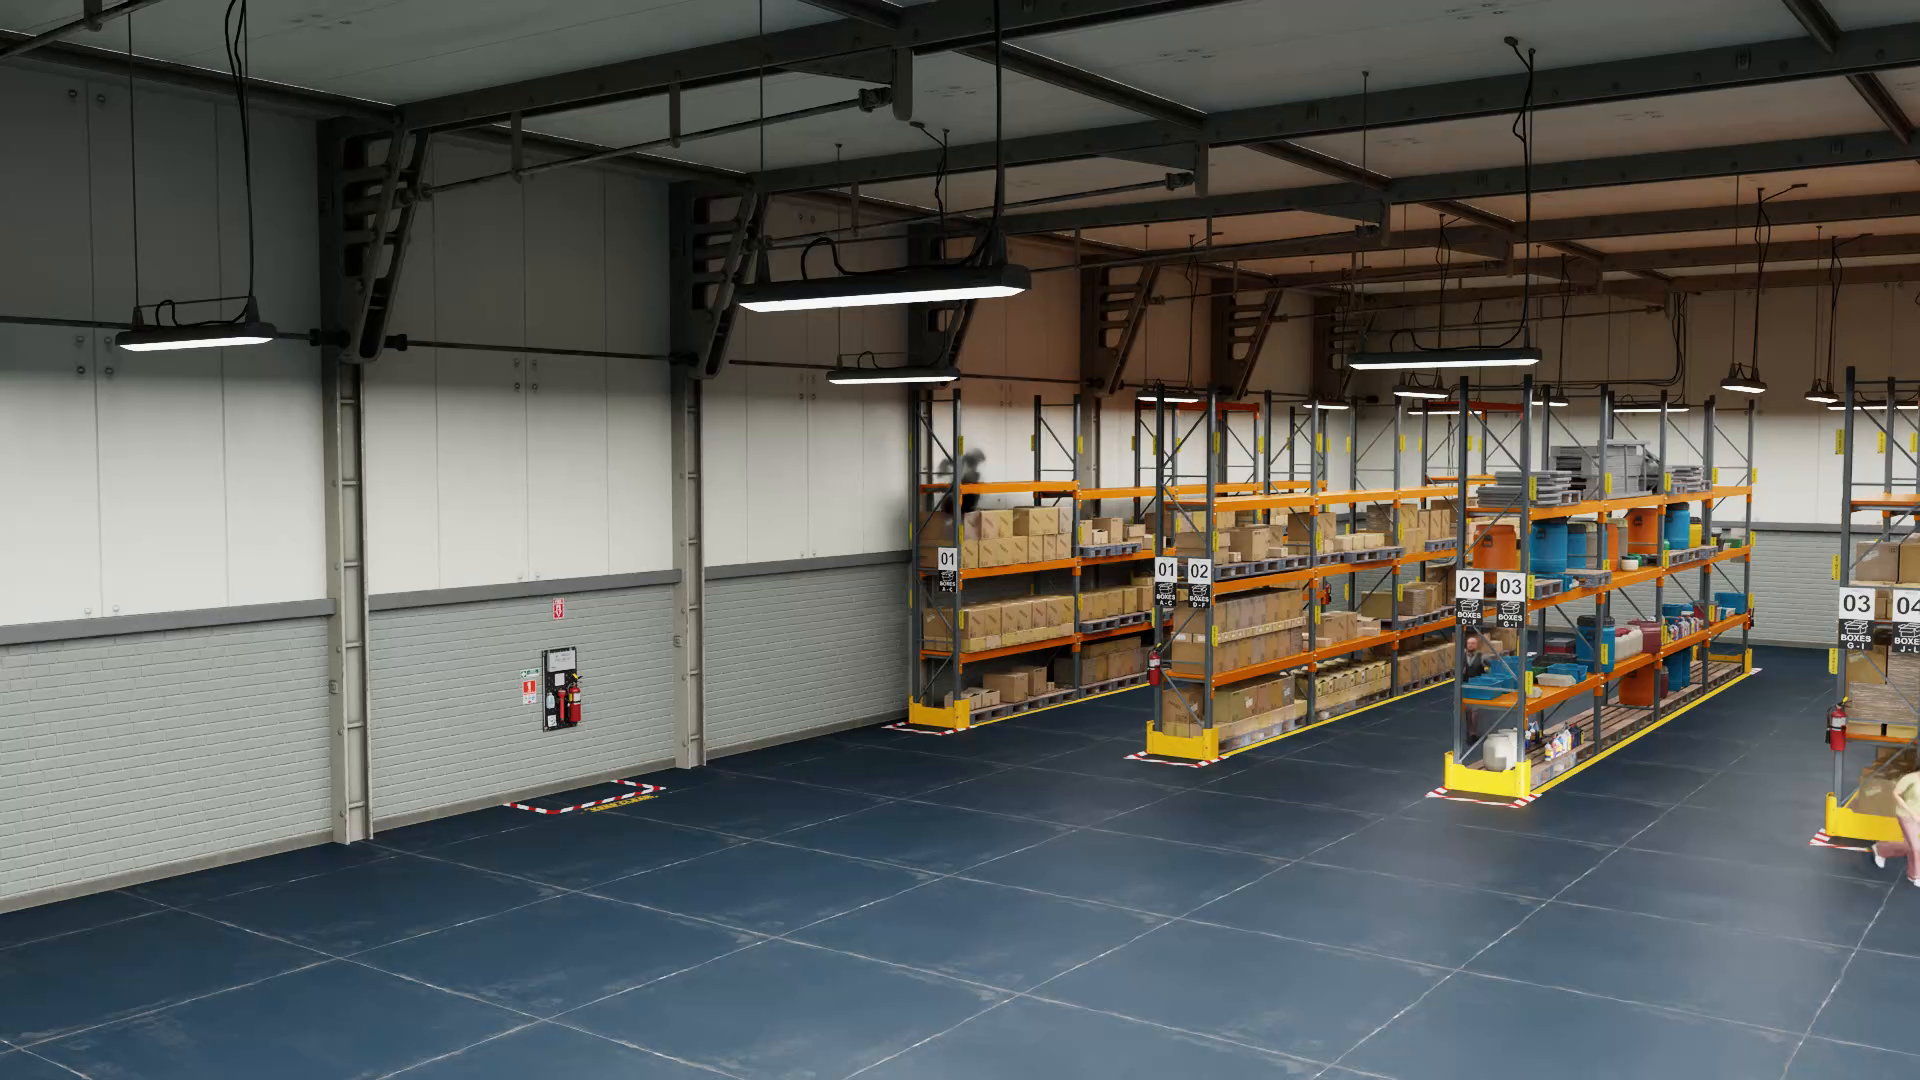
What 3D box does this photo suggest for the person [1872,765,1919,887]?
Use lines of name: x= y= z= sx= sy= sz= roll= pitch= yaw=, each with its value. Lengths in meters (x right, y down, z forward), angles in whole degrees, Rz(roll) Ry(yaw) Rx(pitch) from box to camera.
person: x=10.858 y=3.171 z=19.054 sx=0.573 sy=1.549 sz=0.920 roll=-1 pitch=3 yaw=-10

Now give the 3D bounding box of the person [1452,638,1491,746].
person: x=8.643 y=2.530 z=28.079 sx=0.635 sy=1.767 sz=0.840 roll=2 pitch=4 yaw=35
